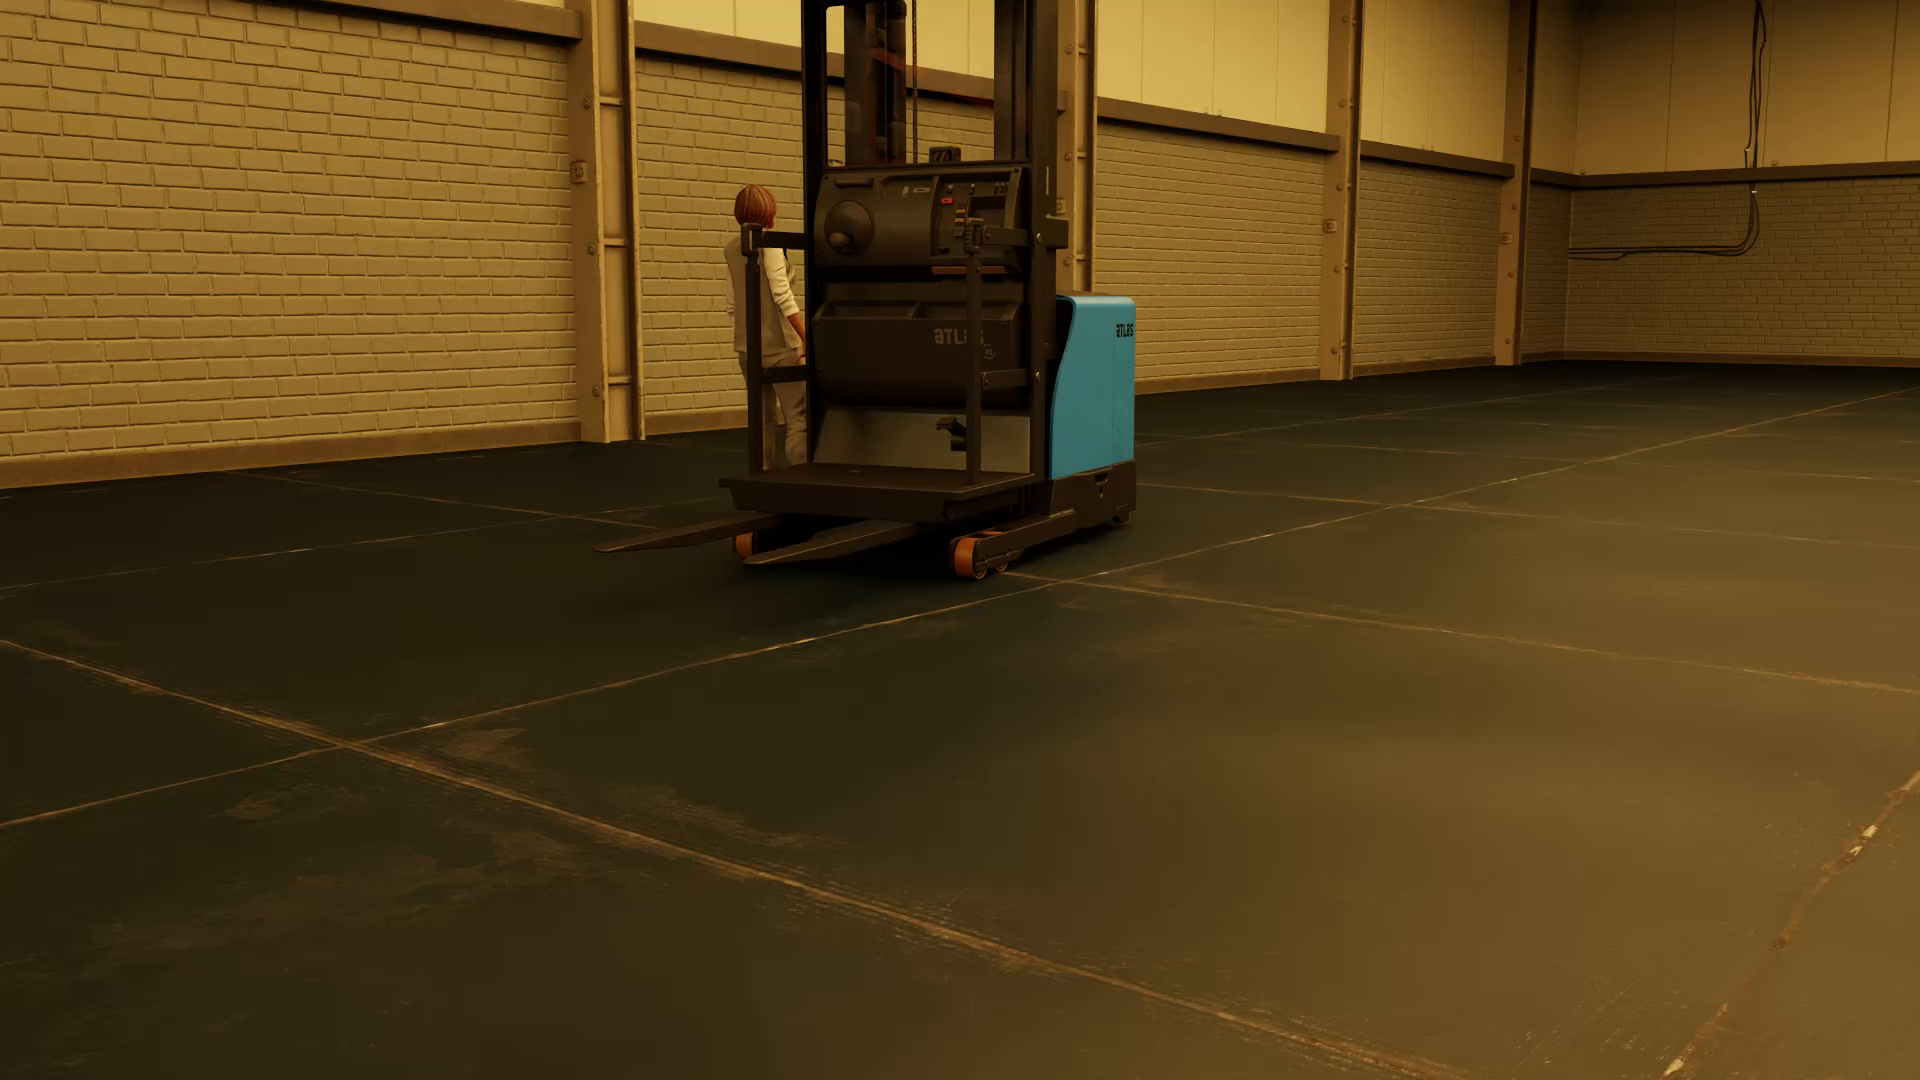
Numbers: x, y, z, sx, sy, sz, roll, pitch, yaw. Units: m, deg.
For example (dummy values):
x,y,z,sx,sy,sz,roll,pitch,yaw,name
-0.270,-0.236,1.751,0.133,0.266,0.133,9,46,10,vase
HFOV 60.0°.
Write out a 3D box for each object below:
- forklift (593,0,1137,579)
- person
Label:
x,y,z,sx,sy,sz,roll,pitch,yaw,name
-0.273,-1.371,6.652,1.130,2.935,3.031,4,9,26,forklift
-0.865,-0.916,8.100,0.521,1.597,0.475,8,12,44,person
